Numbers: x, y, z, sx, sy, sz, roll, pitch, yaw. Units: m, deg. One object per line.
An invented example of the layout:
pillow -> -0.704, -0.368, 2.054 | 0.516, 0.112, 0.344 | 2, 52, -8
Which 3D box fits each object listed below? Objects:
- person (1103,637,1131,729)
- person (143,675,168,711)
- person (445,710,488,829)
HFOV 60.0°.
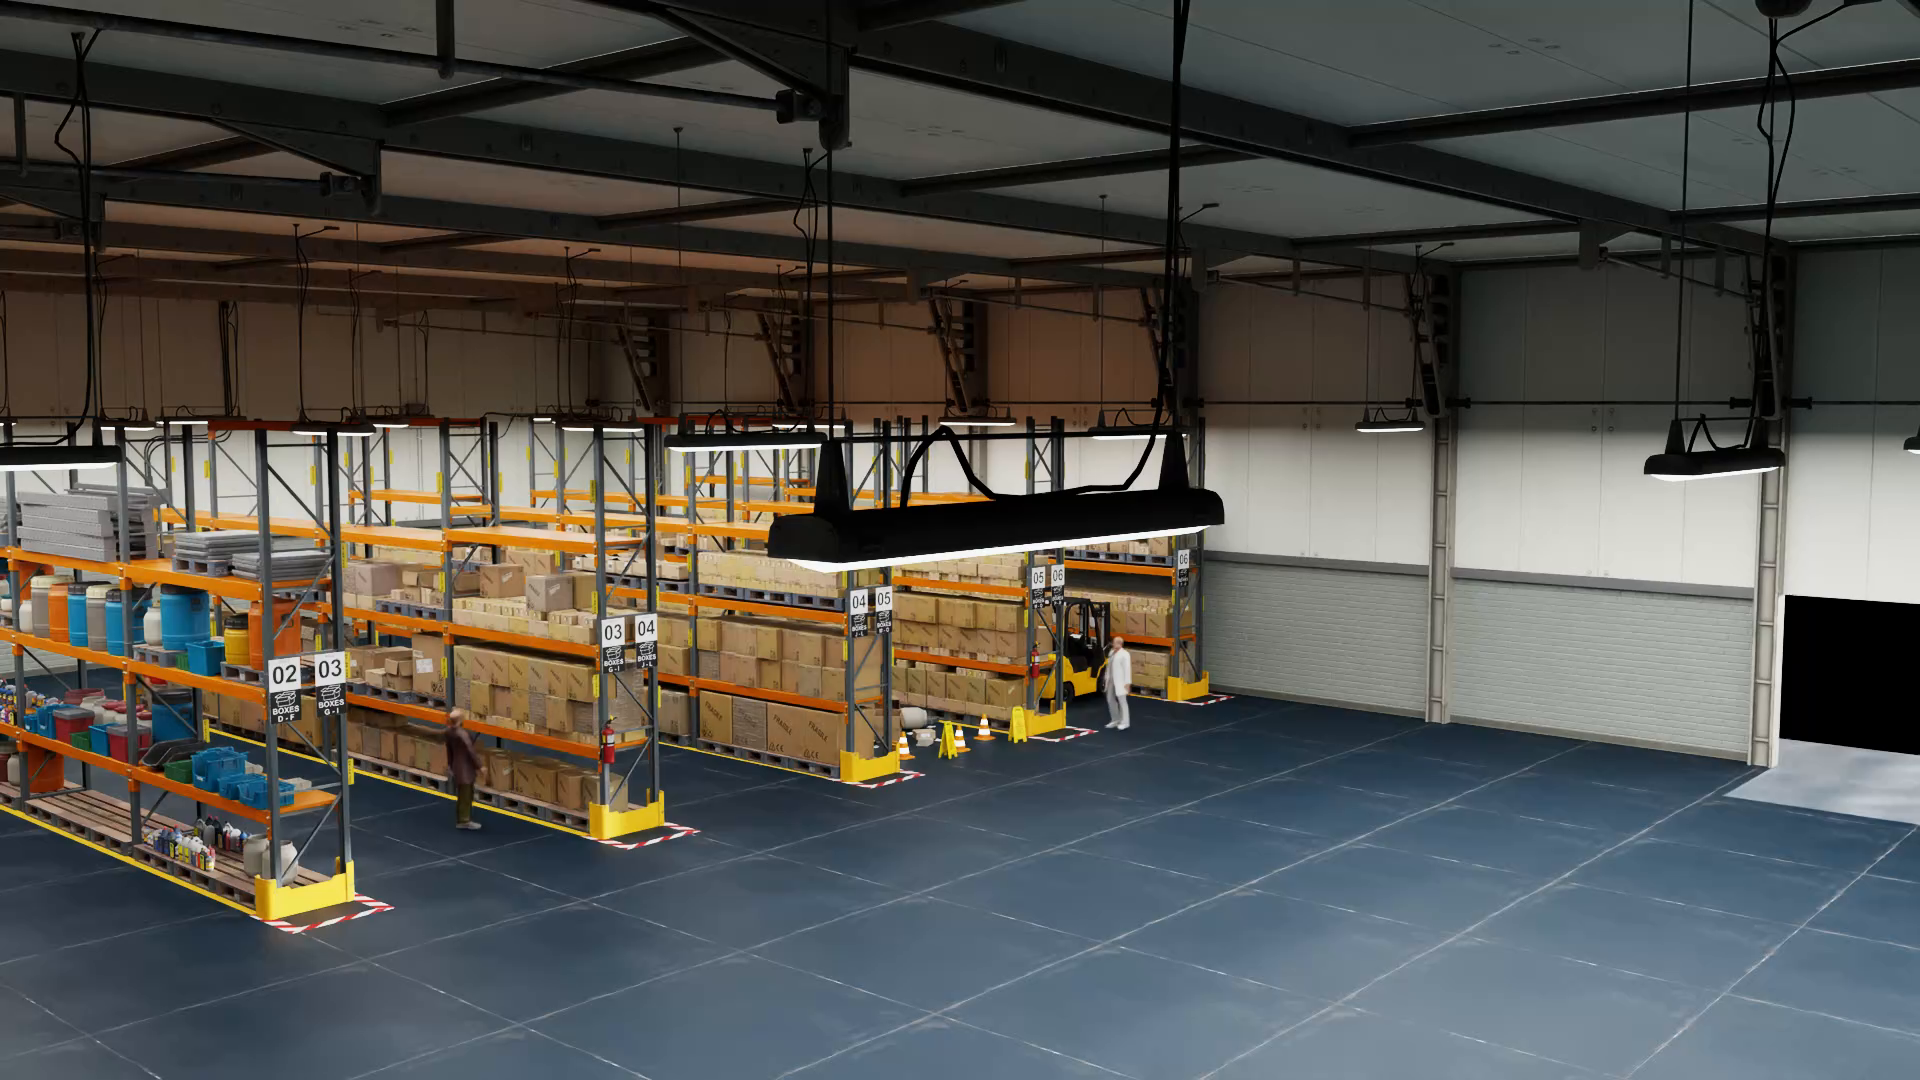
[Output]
person -> 3.047, 2.776, 32.206 | 0.410, 1.825, 0.683 | -4, 6, -39
person -> -15.128, 2.894, 31.372 | 0.475, 1.776, 0.588 | 1, 5, 14
person -> -7.318, 3.412, 24.670 | 0.596, 1.832, 0.597 | -2, 5, -18
